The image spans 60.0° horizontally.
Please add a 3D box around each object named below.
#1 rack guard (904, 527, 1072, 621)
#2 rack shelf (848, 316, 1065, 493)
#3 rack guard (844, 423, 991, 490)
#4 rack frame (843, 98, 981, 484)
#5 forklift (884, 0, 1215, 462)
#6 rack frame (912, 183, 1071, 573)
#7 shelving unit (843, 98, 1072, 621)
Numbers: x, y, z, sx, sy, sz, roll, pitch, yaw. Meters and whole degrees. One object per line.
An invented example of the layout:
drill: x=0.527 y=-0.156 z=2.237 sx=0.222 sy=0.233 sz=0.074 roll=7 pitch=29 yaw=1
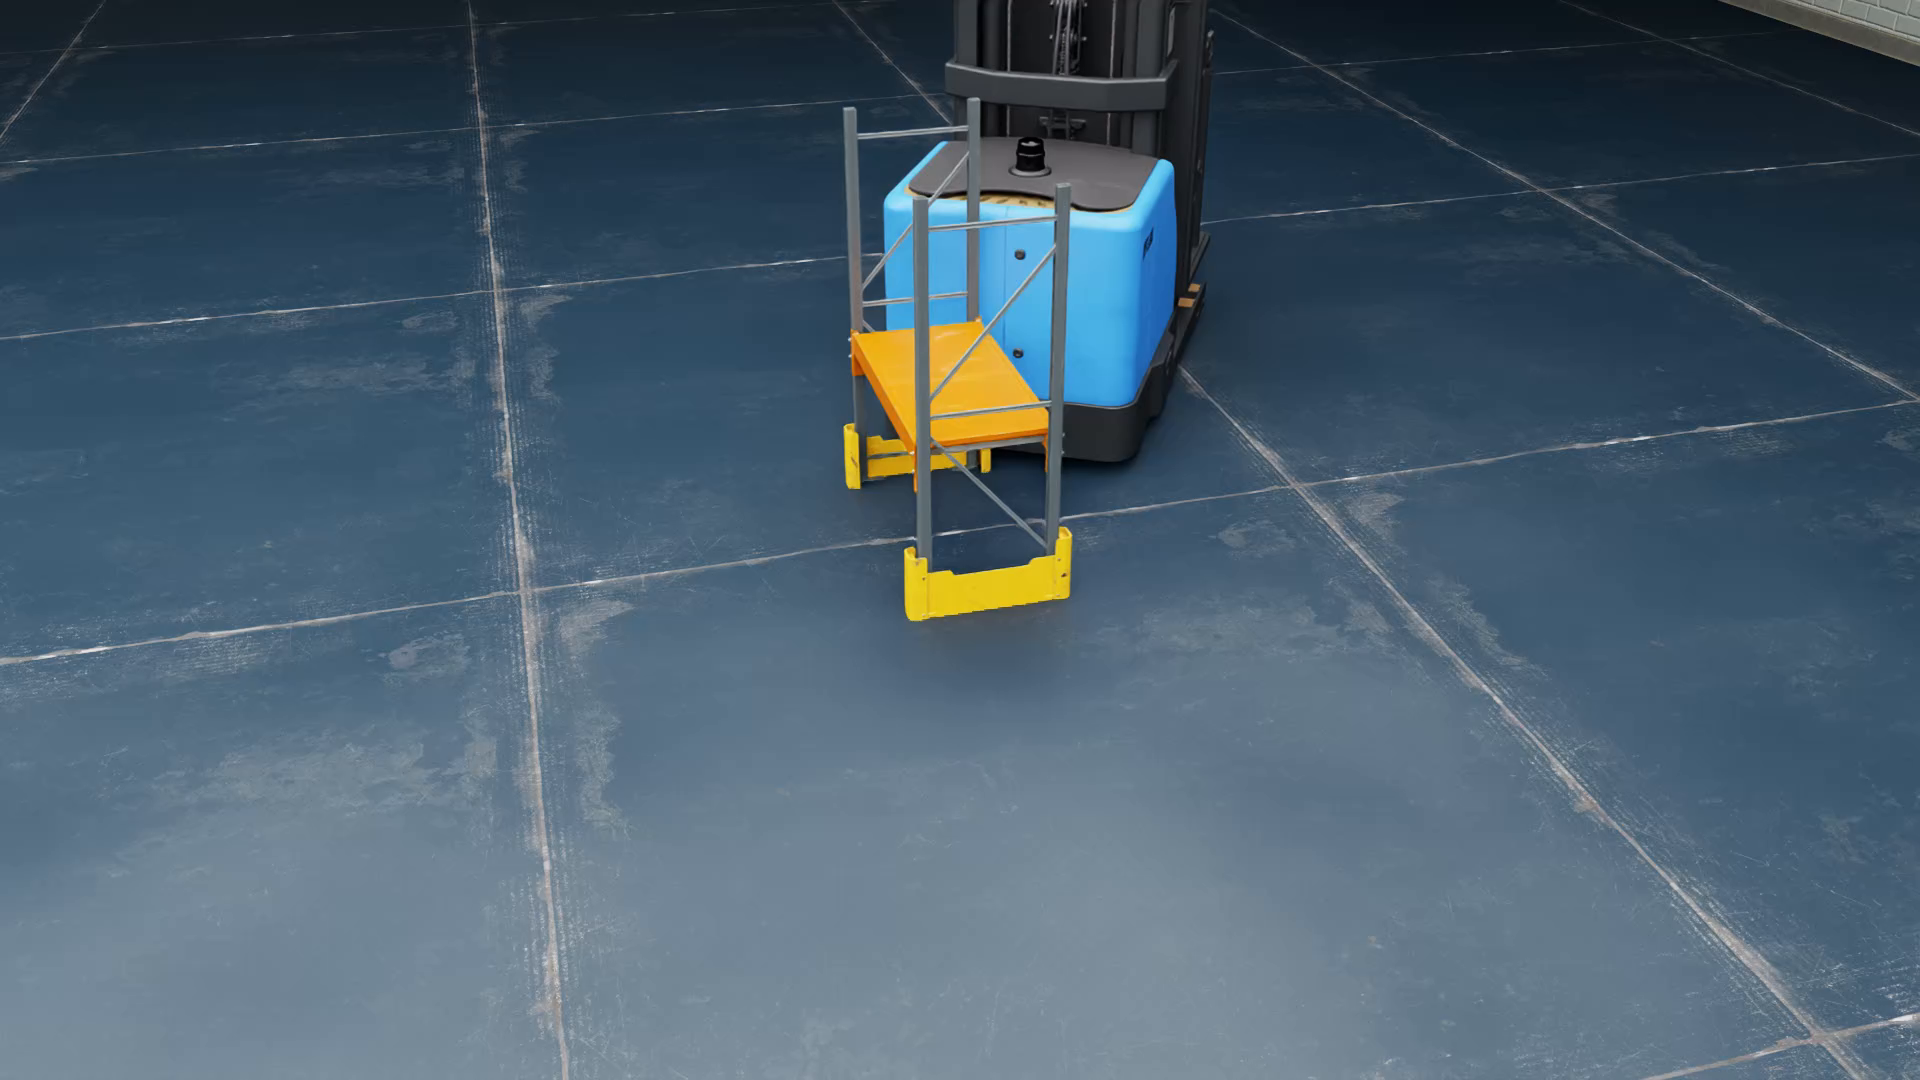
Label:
rack guard: x=0.099 y=0.118 z=5.797 sx=0.587 sy=0.250 sz=0.087 roll=-8 pitch=31 yaw=-13
rack shelf: x=-0.036 y=-0.512 z=5.997 sx=0.538 sy=0.185 sz=1.000 roll=-8 pitch=31 yaw=-13
rack guard: x=-0.165 y=-0.363 z=6.628 sx=0.587 sy=0.250 sz=0.087 roll=-8 pitch=31 yaw=-13
rack frame: x=-0.171 y=-0.914 z=6.331 sx=0.500 sy=1.500 sz=0.032 roll=-8 pitch=31 yaw=-13
forklift: x=0.576 y=-2.305 z=7.306 sx=1.130 sy=2.935 sz=3.031 roll=8 pitch=31 yaw=13
rack frame: x=0.099 y=-0.423 z=5.483 sx=0.500 sy=1.500 sz=0.032 roll=-8 pitch=31 yaw=-13
shelving unit: x=-0.033 y=-0.664 z=5.899 sx=0.587 sy=1.500 sz=1.083 roll=-8 pitch=31 yaw=-13
